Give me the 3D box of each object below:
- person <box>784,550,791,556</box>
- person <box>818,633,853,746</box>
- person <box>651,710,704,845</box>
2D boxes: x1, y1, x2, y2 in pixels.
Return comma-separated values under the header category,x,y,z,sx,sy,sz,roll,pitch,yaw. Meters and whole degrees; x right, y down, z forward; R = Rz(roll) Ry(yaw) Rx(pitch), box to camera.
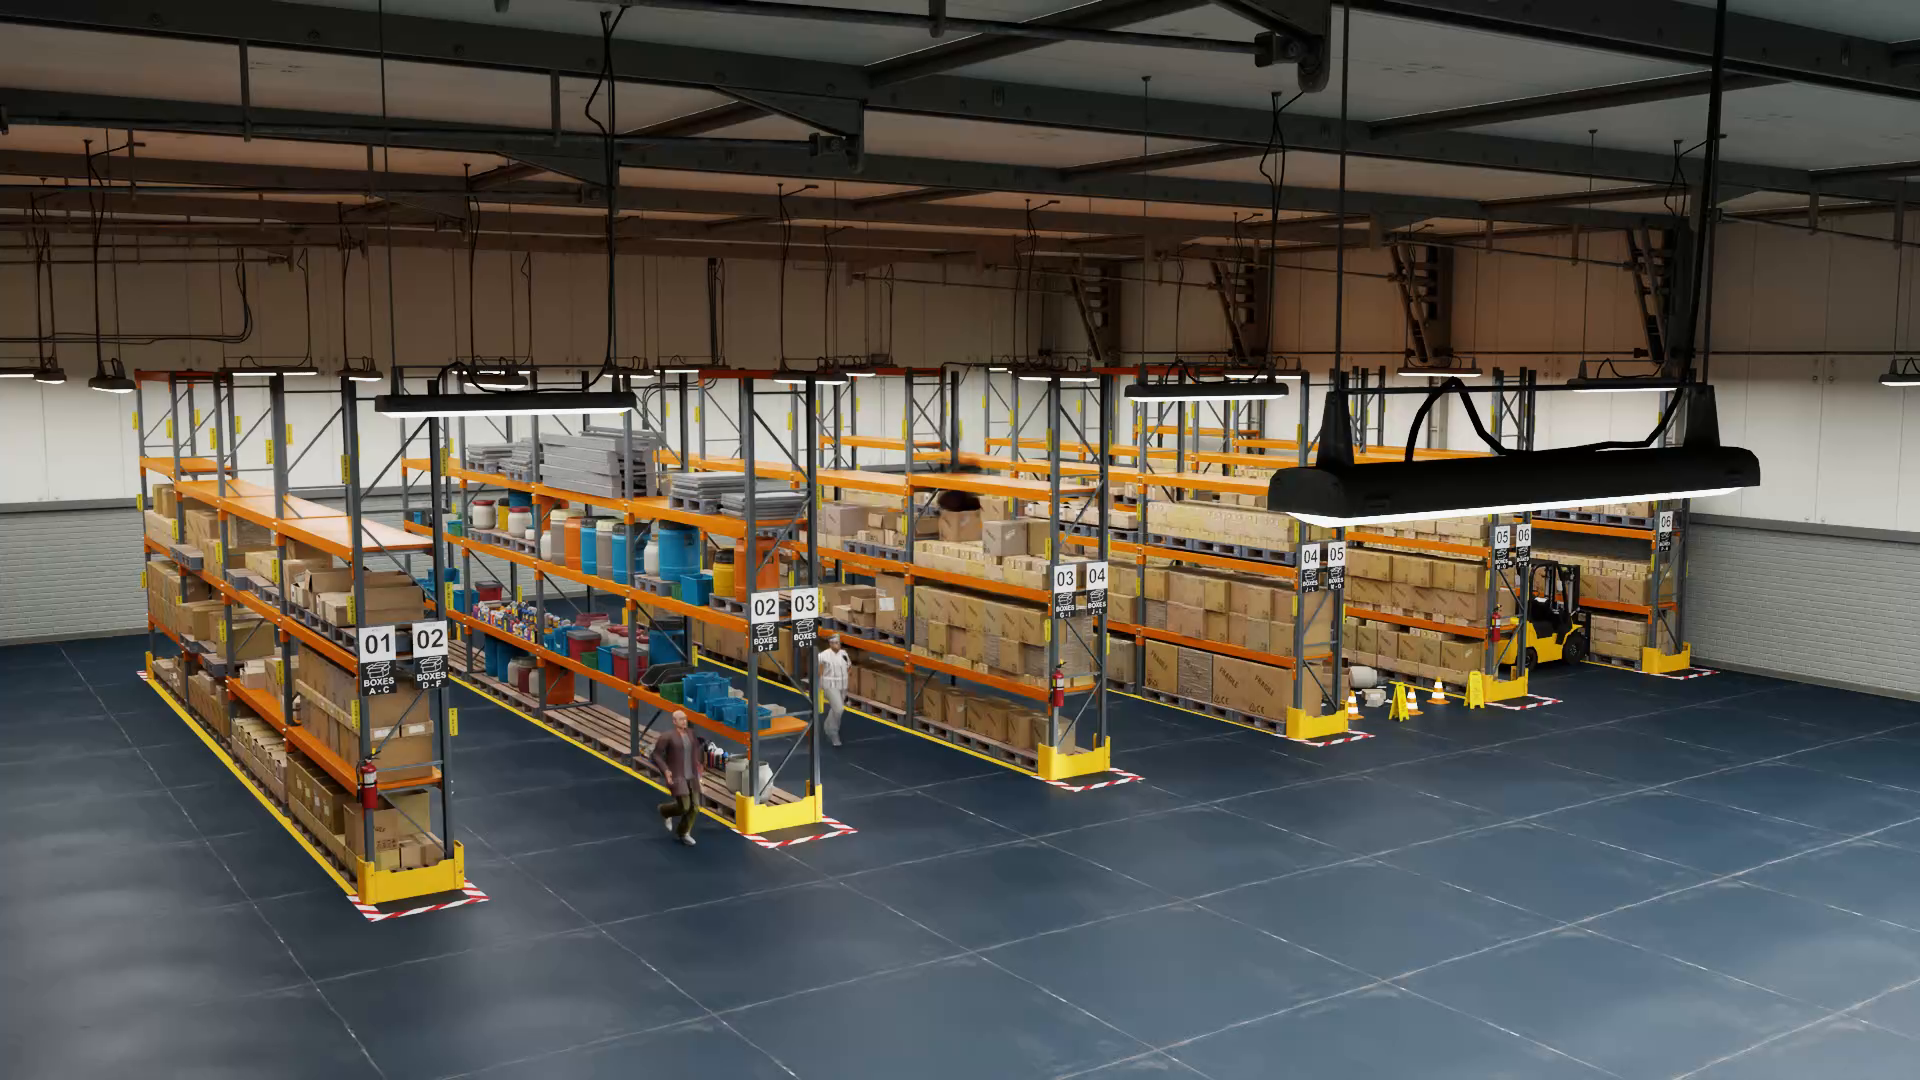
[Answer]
category,x,y,z,sx,sy,sz,roll,pitch,yaw
person,-4.160,1.055,39.427,0.727,1.675,0.642,-2,7,-14
person,-2.023,2.421,26.980,0.768,1.850,0.631,6,9,44
person,-3.620,3.055,21.519,0.640,1.737,0.709,6,9,45
